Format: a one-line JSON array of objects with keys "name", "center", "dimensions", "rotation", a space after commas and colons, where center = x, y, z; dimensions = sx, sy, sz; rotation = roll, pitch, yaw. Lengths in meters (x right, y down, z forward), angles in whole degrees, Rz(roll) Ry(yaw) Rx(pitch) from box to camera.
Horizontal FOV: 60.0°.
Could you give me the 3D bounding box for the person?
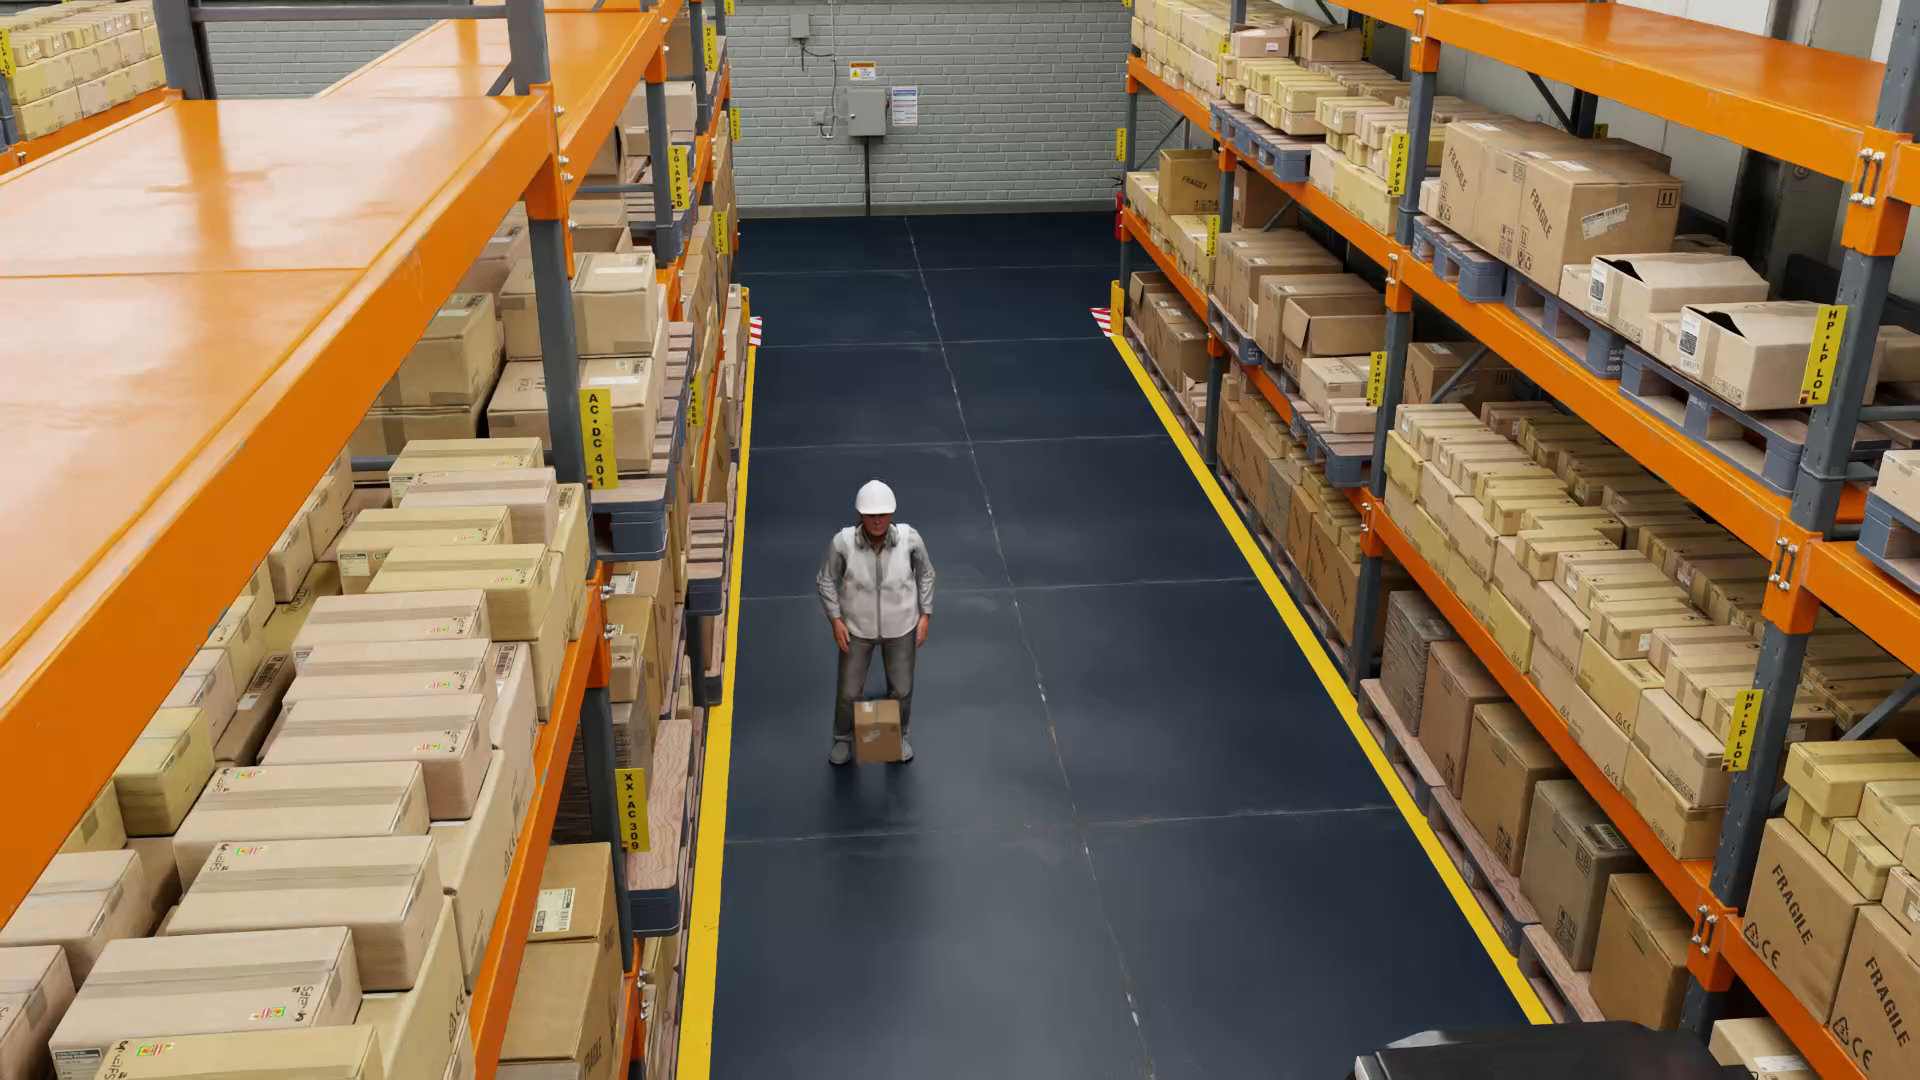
[{"name": "person", "center": [-0.468, 0.465, 9.250], "dimensions": [0.643, 1.751, 0.500], "rotation": [-2, 24, -4]}]
